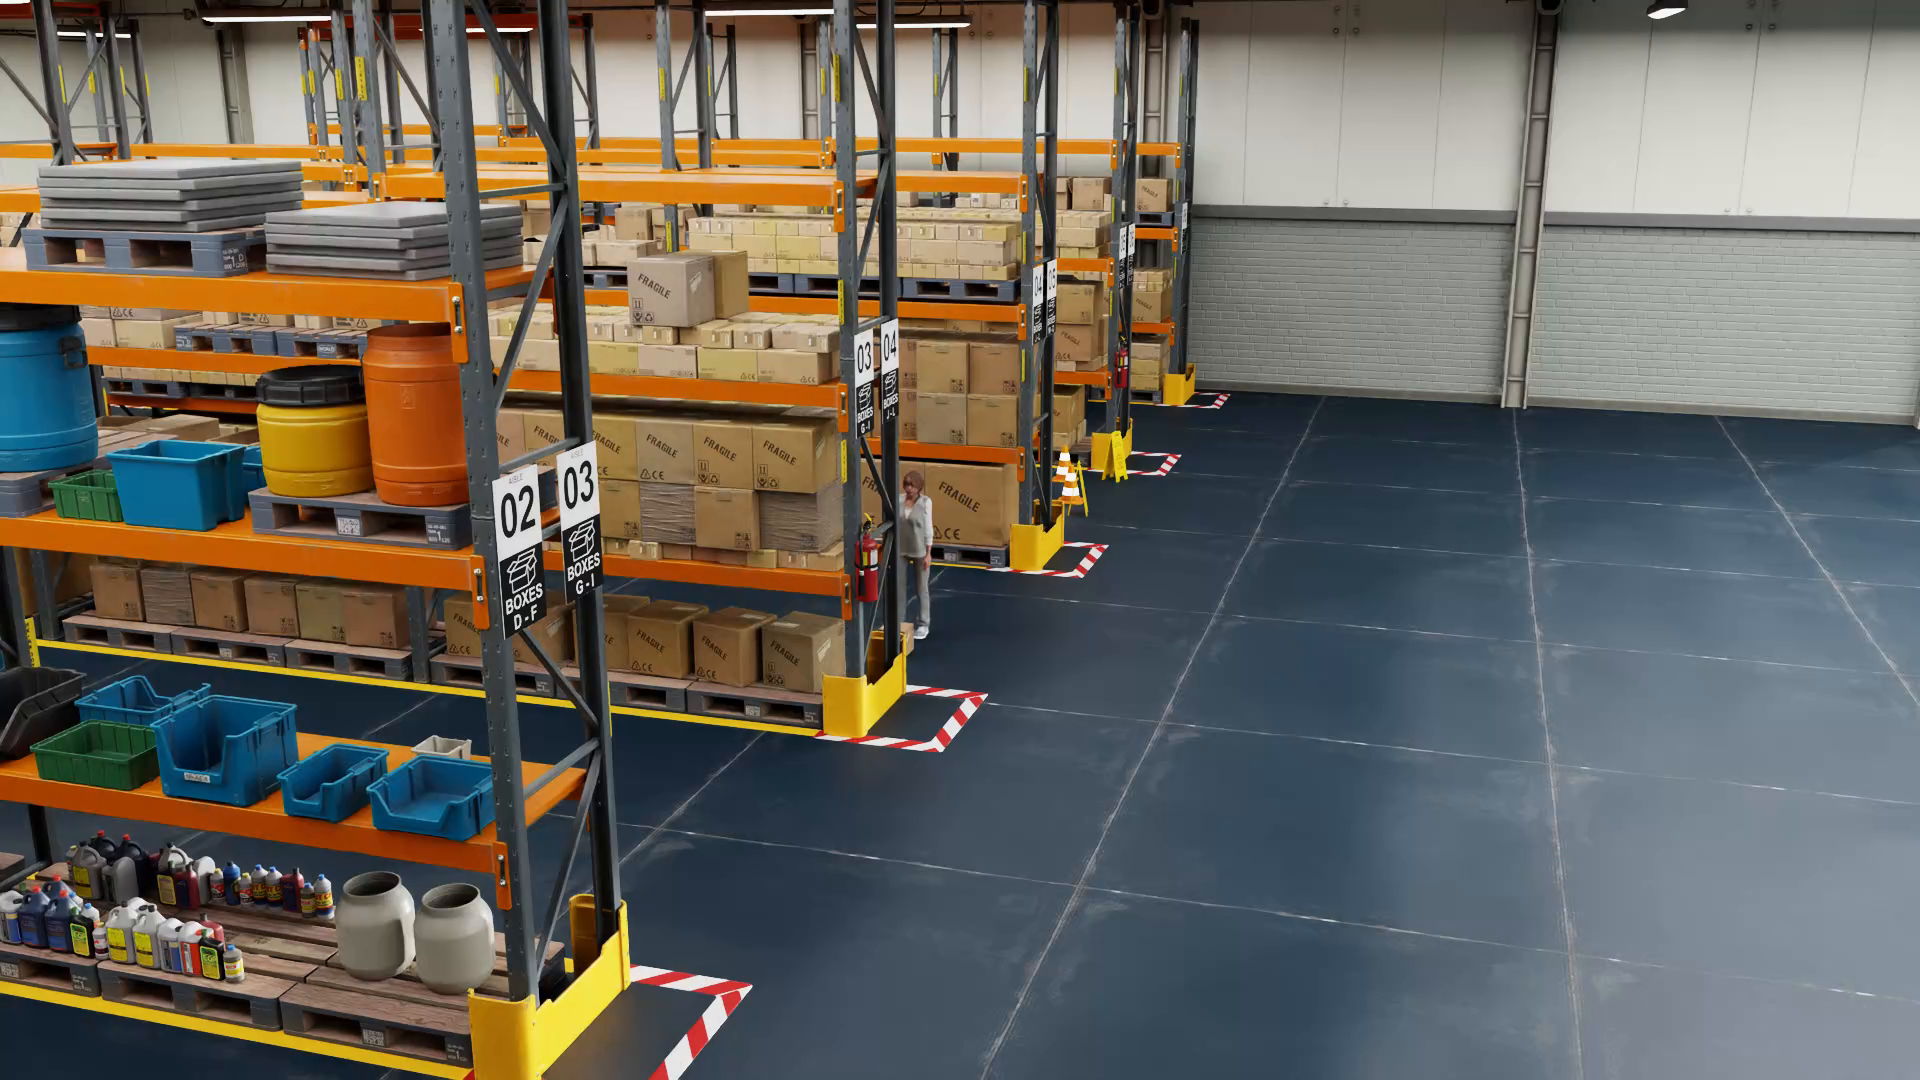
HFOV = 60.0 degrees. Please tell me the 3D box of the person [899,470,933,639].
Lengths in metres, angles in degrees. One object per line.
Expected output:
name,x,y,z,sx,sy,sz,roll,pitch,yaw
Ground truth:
person,-0.454,0.145,15.377,0.408,1.598,0.426,5,16,16
